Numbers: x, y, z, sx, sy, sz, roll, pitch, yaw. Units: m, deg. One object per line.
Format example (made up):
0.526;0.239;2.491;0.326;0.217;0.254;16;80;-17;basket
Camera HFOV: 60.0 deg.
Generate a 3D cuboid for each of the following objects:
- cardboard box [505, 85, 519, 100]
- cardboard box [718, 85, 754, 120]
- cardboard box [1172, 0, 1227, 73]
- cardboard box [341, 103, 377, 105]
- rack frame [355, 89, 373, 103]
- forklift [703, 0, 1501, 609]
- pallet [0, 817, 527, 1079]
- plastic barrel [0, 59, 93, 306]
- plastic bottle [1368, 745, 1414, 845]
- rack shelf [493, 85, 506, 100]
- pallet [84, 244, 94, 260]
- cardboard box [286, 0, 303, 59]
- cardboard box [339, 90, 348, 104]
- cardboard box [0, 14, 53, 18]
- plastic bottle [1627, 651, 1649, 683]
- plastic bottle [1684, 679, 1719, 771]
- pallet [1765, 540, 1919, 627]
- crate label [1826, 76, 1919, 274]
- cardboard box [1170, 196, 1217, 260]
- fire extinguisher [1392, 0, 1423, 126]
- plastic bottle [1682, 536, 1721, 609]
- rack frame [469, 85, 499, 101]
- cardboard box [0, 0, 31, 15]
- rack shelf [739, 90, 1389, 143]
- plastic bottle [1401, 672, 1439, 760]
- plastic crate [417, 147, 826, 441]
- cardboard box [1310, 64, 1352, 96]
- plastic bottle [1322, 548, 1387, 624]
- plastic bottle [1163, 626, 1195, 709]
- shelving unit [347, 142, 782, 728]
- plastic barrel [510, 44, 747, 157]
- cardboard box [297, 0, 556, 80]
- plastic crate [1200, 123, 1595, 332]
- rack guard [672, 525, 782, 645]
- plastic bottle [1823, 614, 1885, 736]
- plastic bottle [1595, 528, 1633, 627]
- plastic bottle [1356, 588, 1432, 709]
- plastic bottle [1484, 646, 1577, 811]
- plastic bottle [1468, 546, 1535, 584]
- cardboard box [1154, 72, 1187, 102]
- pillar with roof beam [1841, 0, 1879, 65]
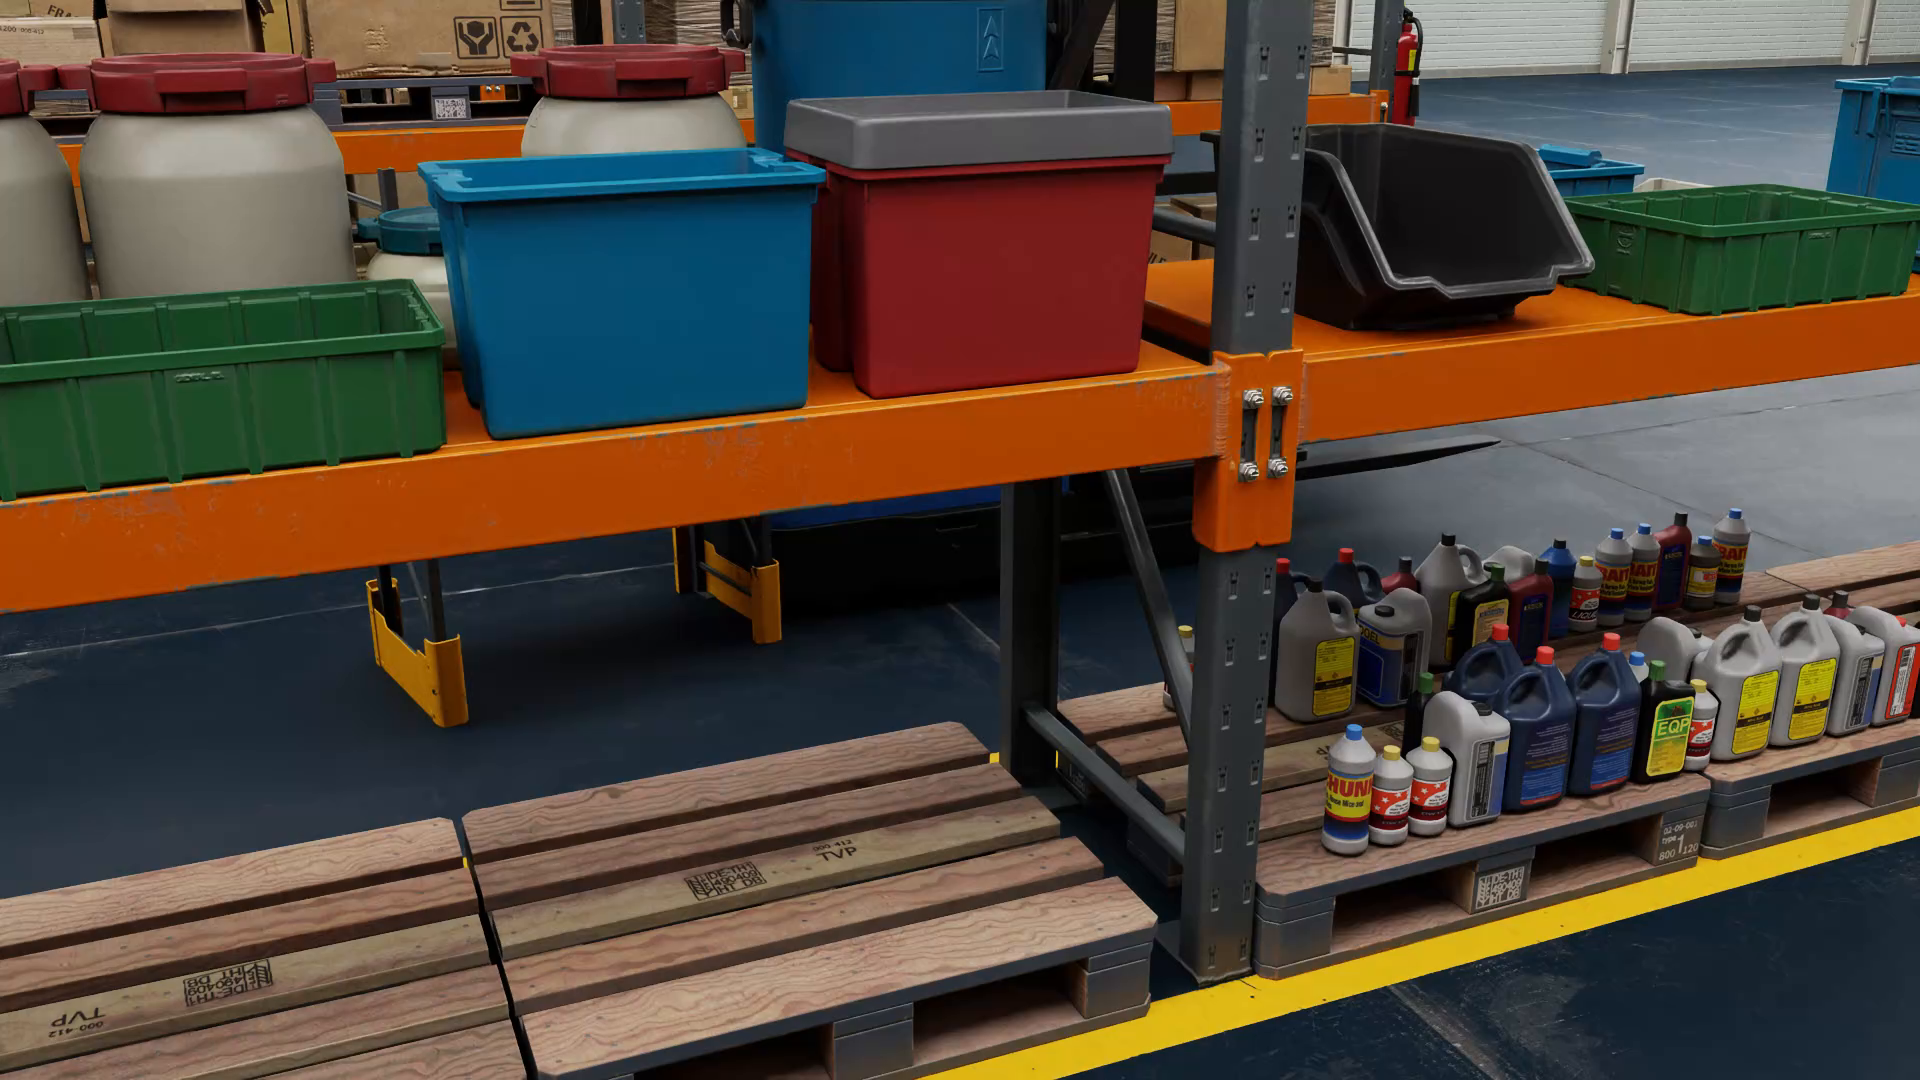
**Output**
-2.878;-2.949;12.448;0.875;0.875;0.875;-8;21;-21;cardboard box
-1.060;-2.013;7.601;0.250;0.149;0.380;-8;21;-22;cardboard box
1.134;-2.713;8.613;0.500;0.500;0.875;-8;21;-22;cardboard box
-6.017;-4.077;16.409;0.625;0.372;0.950;-8;21;-21;cardboard box
-7.506;-6.701;20.538;0.127;3.000;1.000;-8;21;-22;rack frame
0.580;-1.464;5.768;3.031;2.935;1.130;-8;21;-22;forklift
-1.477;0.937;3.044;1.213;0.211;1.003;-8;21;-22;pallet
-1.686;-0.507;2.742;0.433;0.535;0.433;0;19;0;plastic barrel
0.910;0.535;3.537;0.097;0.201;0.097;0;19;0;plastic bottle
-1.647;-3.616;12.857;4.000;0.370;1.077;-8;21;-22;rack shelf
-6.402;-1.931;11.189;1.213;0.211;1.003;-8;21;-22;pallet
-4.320;-3.522;11.359;0.500;0.500;0.500;-8;21;-23;cardboard box
-7.981;-5.707;20.658;0.625;0.625;0.875;-7;21;-20;cardboard box
-3.860;-2.076;6.972;0.258;0.266;0.396;-9;21;-23;cardboard box
1.550;0.389;3.848;0.097;0.271;0.097;0;19;0;plastic bottle
1.699;0.422;3.857;0.097;0.201;0.097;0;19;0;plastic bottle
3.224;0.263;4.957;1.213;0.211;1.003;-8;21;-22;pallet
2.440;-0.874;3.934;0.616;0.435;0.502;-8;21;-22;crate label
1.481;-1.634;9.278;0.500;0.500;0.500;-4;20;-12;cardboard box
2.349;-2.530;8.808;0.183;0.674;0.296;-8;21;-22;fire extinguisher
2.140;0.088;4.807;0.097;0.201;0.097;0;19;0;plastic bottle
-3.483;-3.692;11.991;0.127;3.000;1.000;-8;21;-22;rack frame
-6.171;-3.257;10.606;0.500;0.500;0.500;-8;21;-22;cardboard box
0.225;-2.090;8.524;4.000;0.370;1.077;-8;21;-22;rack shelf
1.060;0.427;3.721;0.133;0.283;0.061;-8;21;-22;plastic bottle
-0.539;-0.408;2.689;0.575;0.384;0.392;-8;21;-22;plastic crate
1.882;-2.473;8.908;0.250;0.149;0.380;-8;21;-22;cardboard box
1.004;0.188;4.296;0.185;0.351;0.144;-9;21;-25;plastic bottle
0.560;0.314;4.165;0.097;0.201;0.097;0;19;0;plastic bottle
-1.153;-0.373;4.824;1.083;1.500;0.587;-14;23;-34;shelving unit
-0.615;-0.661;3.177;0.433;0.535;0.433;0;19;0;plastic barrel
-2.396;-2.585;7.312;1.000;1.000;1.000;-8;21;-22;cardboard box
0.882;-0.656;3.463;0.504;0.338;0.767;-8;21;-22;plastic crate
-0.750;0.119;5.307;0.087;0.250;0.587;-14;23;-34;rack guard
2.141;0.314;4.053;0.135;0.276;0.152;-9;21;-23;plastic bottle
1.829;0.099;4.669;0.097;0.271;0.097;0;19;0;plastic bottle
1.086;0.266;4.190;0.135;0.276;0.152;-8;21;-22;plastic bottle
1.256;0.407;3.677;0.185;0.351;0.144;-8;21;-20;plastic bottle
1.451;0.161;4.487;0.135;0.276;0.152;-8;21;-21;plastic bottle
0.961;-2.344;8.540;0.250;0.149;0.380;-8;21;-22;cardboard box
18.912;-12.085;26.795;0.400;9.000;9.100;-8;21;-22;pillar with roof beam
